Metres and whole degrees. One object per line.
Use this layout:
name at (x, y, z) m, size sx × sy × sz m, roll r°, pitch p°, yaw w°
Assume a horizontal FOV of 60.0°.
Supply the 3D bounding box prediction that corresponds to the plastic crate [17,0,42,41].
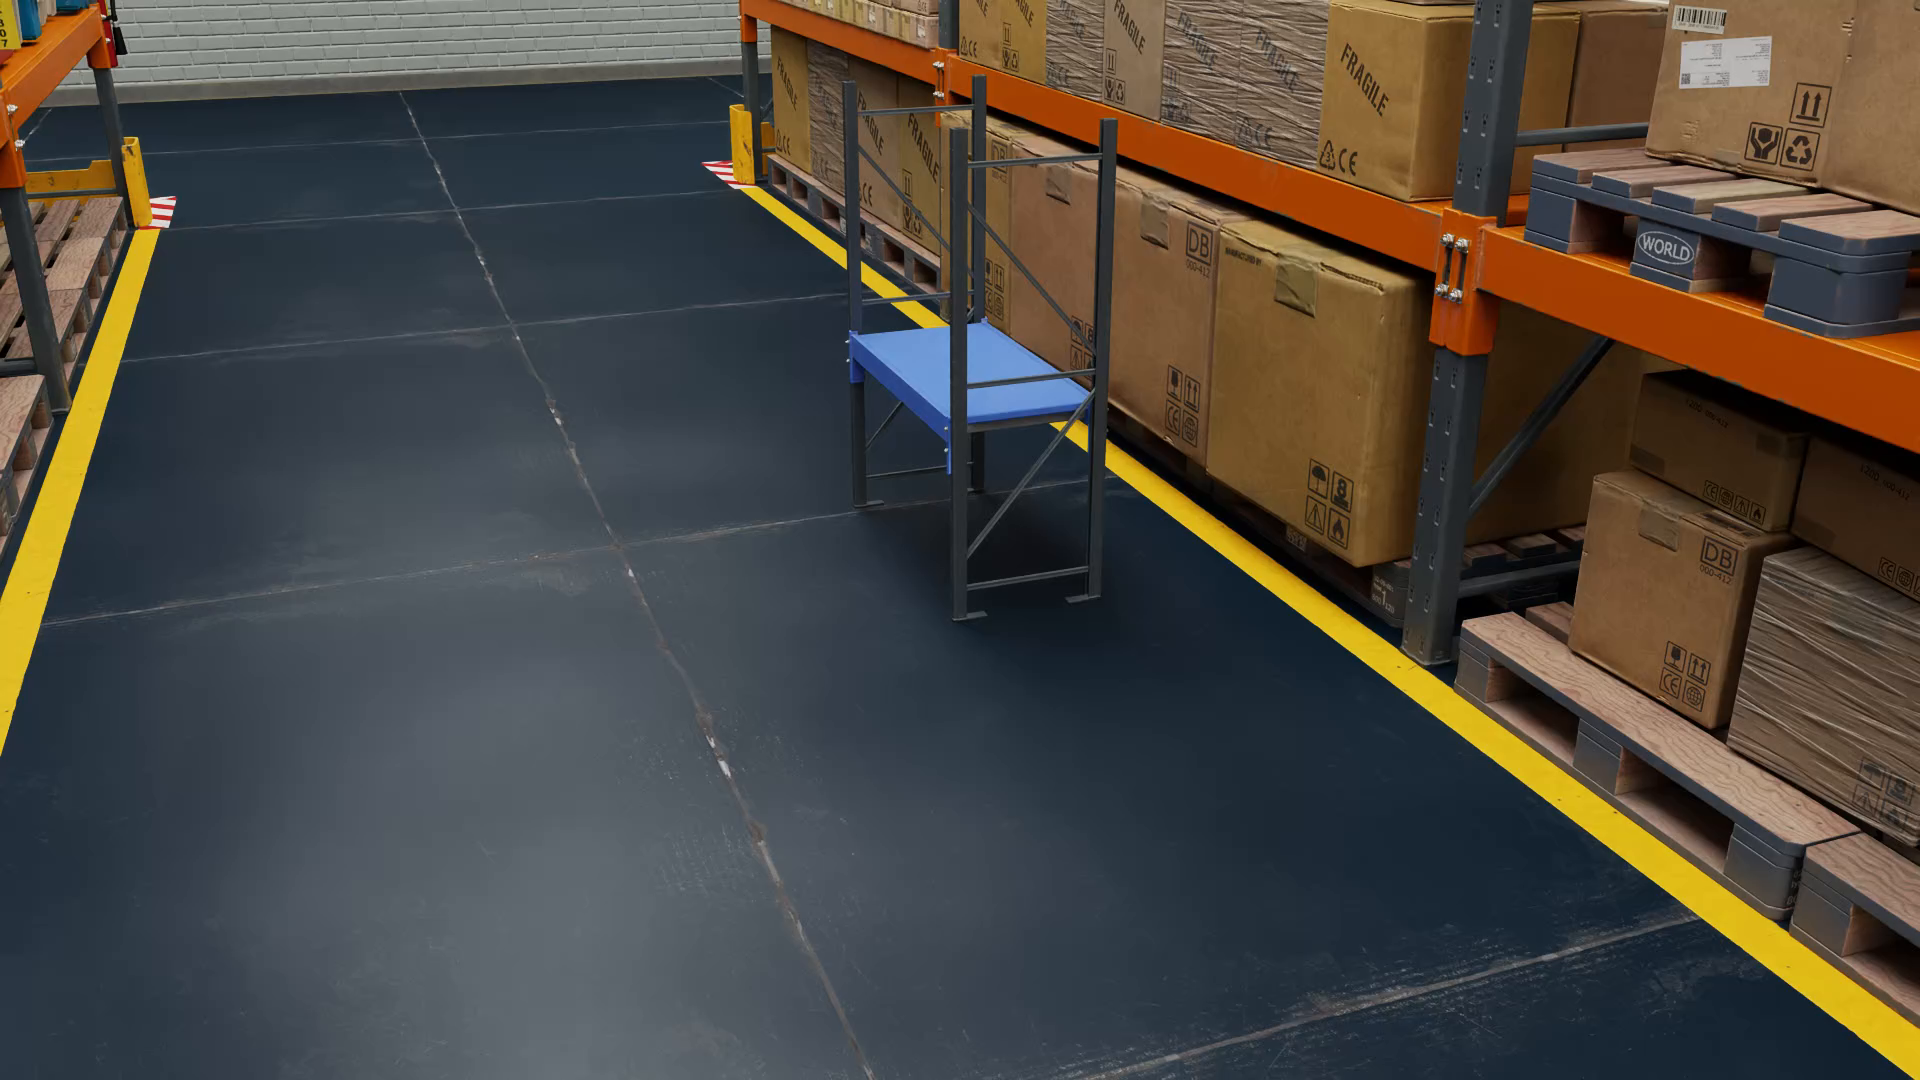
plastic crate at (-4.694, -2.562, 8.104) m, size 0.416 × 0.233 × 0.300 m, roll -8°, pitch 24°, yaw -19°

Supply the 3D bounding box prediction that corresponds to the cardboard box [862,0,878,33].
cardboard box at (-0.299, -2.779, 8.804) m, size 0.380 × 0.149 × 0.250 m, roll -8°, pitch 24°, yaw -18°

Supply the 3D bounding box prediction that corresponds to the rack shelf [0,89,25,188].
rack shelf at (-3.540, -0.811, 4.737) m, size 1.077 × 0.370 × 4.000 m, roll -8°, pitch 24°, yaw -19°

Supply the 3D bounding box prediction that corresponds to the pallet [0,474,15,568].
pallet at (-3.578, 0.146, 5.131) m, size 1.003 × 0.211 × 1.213 m, roll -8°, pitch 24°, yaw -19°

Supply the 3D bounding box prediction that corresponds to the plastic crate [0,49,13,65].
plastic crate at (-4.327, -2.285, 7.149) m, size 0.402 × 0.464 × 0.583 m, roll -8°, pitch 24°, yaw -19°

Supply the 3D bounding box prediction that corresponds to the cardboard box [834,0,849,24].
cardboard box at (-0.481, -2.965, 9.247) m, size 0.380 × 0.149 × 0.250 m, roll -9°, pitch 24°, yaw -20°

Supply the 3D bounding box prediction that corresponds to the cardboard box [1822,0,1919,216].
cardboard box at (2.320, -0.955, 3.484) m, size 0.700 × 0.500 × 0.500 m, roll -5°, pitch 23°, yaw -11°

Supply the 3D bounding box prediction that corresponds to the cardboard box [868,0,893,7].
cardboard box at (-0.199, -2.928, 8.646) m, size 0.500 × 0.250 × 0.500 m, roll -8°, pitch 24°, yaw -17°

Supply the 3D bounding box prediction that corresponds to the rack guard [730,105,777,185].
rack guard at (-1.034, -2.859, 11.889) m, size 1.175 × 0.500 × 0.348 m, roll -8°, pitch 24°, yaw -19°

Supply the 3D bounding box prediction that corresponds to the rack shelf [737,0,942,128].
rack shelf at (-0.319, -2.944, 9.798) m, size 1.077 × 0.370 × 4.000 m, roll -8°, pitch 24°, yaw -19°

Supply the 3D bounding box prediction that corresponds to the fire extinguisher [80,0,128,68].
fire extinguisher at (-5.287, -3.232, 10.136) m, size 0.296 × 0.674 × 0.183 m, roll -8°, pitch 24°, yaw -19°

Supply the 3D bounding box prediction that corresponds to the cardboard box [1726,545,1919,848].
cardboard box at (2.264, 0.295, 3.841) m, size 0.700 × 0.500 × 0.500 m, roll -10°, pitch 25°, yaw -23°

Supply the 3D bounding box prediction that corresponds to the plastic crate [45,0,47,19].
plastic crate at (-5.113, -2.850, 8.911) m, size 0.396 × 0.136 × 0.243 m, roll -8°, pitch 24°, yaw -19°

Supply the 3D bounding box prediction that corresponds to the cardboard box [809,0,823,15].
cardboard box at (-0.664, -3.153, 9.692) m, size 0.380 × 0.149 × 0.250 m, roll -9°, pitch 24°, yaw -20°

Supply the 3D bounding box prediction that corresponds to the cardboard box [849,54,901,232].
cardboard box at (-0.089, -2.341, 9.636) m, size 0.875 × 0.875 × 0.875 m, roll -8°, pitch 24°, yaw -19°

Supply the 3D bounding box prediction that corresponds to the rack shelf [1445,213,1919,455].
rack shelf at (2.507, -0.037, 2.901) m, size 1.077 × 0.370 × 4.000 m, roll -8°, pitch 24°, yaw -19°

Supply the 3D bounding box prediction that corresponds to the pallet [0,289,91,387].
pallet at (-4.542, -0.846, 7.485) m, size 1.003 × 0.211 × 1.213 m, roll -8°, pitch 24°, yaw -19°

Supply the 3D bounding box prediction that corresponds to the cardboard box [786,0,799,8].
cardboard box at (-0.844, -3.339, 10.133) m, size 0.380 × 0.149 × 0.250 m, roll -9°, pitch 24°, yaw -20°

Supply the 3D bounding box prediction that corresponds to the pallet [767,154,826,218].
pallet at (-0.670, -2.437, 11.260) m, size 1.003 × 0.211 × 1.213 m, roll -8°, pitch 24°, yaw -19°

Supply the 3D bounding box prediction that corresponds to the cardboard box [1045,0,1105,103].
cardboard box at (0.671, -2.029, 6.572) m, size 0.500 × 0.500 × 0.500 m, roll -9°, pitch 24°, yaw -20°

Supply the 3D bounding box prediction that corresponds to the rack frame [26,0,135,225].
rack frame at (-5.659, -3.322, 9.770) m, size 1.000 × 3.000 × 0.127 m, roll -8°, pitch 24°, yaw -19°

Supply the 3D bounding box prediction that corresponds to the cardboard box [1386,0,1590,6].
cardboard box at (1.557, -1.871, 4.907) m, size 0.797 × 0.503 × 0.637 m, roll -7°, pitch 24°, yaw -17°

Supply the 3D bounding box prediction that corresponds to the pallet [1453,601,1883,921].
pallet at (2.075, 0.474, 4.353) m, size 1.003 × 0.211 × 1.213 m, roll -8°, pitch 24°, yaw -19°

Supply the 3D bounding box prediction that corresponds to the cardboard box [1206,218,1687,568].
cardboard box at (1.576, -0.563, 5.419) m, size 1.225 × 0.875 × 0.875 m, roll -10°, pitch 25°, yaw -21°

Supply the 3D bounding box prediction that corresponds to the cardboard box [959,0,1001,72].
cardboard box at (0.316, -2.393, 7.437) m, size 0.500 × 0.500 × 0.500 m, roll -8°, pitch 24°, yaw -19°

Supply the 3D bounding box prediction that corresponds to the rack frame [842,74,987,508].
rack frame at (-0.149, -0.845, 5.823) m, size 0.500 × 1.500 × 0.032 m, roll -8°, pitch 24°, yaw -19°

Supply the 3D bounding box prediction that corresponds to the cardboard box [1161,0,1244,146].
cardboard box at (1.037, -1.657, 5.690) m, size 0.500 × 0.500 × 0.500 m, roll -9°, pitch 25°, yaw -21°

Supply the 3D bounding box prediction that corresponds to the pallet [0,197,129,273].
pallet at (-5.404, -1.732, 9.588) m, size 1.003 × 0.211 × 1.213 m, roll -8°, pitch 24°, yaw -19°

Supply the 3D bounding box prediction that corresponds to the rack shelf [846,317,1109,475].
rack shelf at (0.030, -0.494, 5.455) m, size 0.538 × 0.185 × 1.000 m, roll -8°, pitch 24°, yaw -19°

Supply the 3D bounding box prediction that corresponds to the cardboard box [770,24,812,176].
cardboard box at (-0.725, -2.995, 11.188) m, size 0.875 × 0.875 × 0.875 m, roll -8°, pitch 24°, yaw -19°

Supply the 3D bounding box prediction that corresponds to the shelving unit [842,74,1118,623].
shelving unit at (0.030, -0.660, 5.385) m, size 0.538 × 1.500 × 1.048 m, roll -8°, pitch 24°, yaw -19°

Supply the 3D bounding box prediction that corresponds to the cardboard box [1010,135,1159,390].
cardboard box at (0.949, -1.208, 6.950) m, size 1.225 × 0.875 × 0.875 m, roll -9°, pitch 25°, yaw -21°

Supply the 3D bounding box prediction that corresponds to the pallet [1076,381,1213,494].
pallet at (1.165, -0.549, 6.782) m, size 1.003 × 0.211 × 1.213 m, roll -8°, pitch 24°, yaw -19°

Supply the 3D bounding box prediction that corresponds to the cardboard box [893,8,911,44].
cardboard box at (-0.118, -2.592, 8.361) m, size 0.380 × 0.149 × 0.250 m, roll -8°, pitch 24°, yaw -18°

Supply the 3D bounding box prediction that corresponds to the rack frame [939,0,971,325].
rack frame at (0.388, -2.548, 7.934) m, size 1.000 × 3.000 × 0.127 m, roll -8°, pitch 24°, yaw -19°

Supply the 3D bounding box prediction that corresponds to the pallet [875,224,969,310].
pallet at (0.192, -1.550, 9.157) m, size 1.003 × 0.211 × 1.213 m, roll -8°, pitch 24°, yaw -19°

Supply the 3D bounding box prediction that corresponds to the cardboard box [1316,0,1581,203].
cardboard box at (1.394, -1.286, 4.811) m, size 0.500 × 0.500 × 0.500 m, roll -8°, pitch 24°, yaw -17°

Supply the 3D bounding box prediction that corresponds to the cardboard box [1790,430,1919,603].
cardboard box at (2.262, -0.061, 3.718) m, size 0.500 × 0.250 × 0.500 m, roll -6°, pitch 23°, yaw -13°
